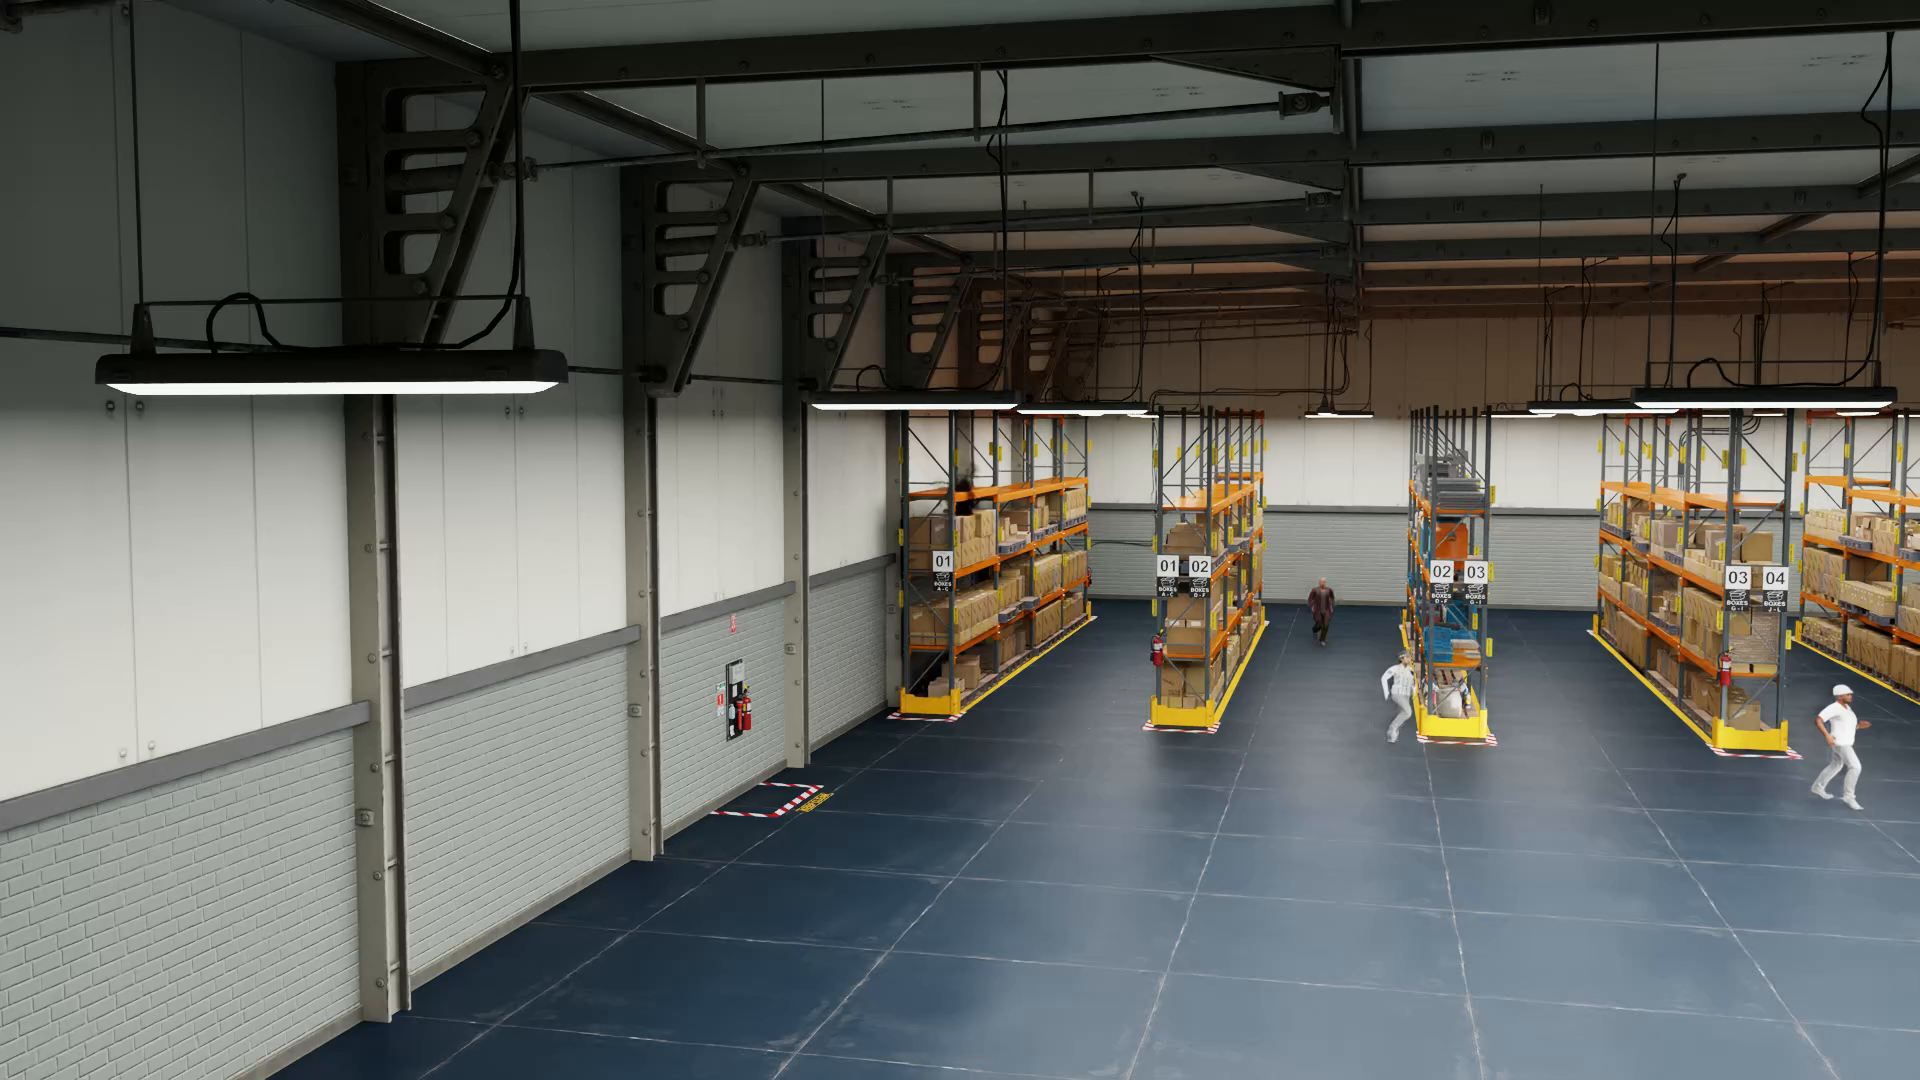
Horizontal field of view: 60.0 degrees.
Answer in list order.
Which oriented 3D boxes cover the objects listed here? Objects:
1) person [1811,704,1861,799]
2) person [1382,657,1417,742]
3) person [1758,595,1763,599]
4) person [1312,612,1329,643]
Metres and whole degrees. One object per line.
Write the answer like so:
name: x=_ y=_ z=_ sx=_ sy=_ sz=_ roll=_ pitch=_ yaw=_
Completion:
person: x=13.076 y=3.115 z=24.781 sx=0.687 sy=1.390 sz=0.645 roll=3 pitch=5 yaw=38
person: x=7.907 y=2.805 z=29.604 sx=0.606 sy=1.569 sz=0.577 roll=-2 pitch=5 yaw=-30
person: x=20.159 y=1.909 z=41.568 sx=0.616 sy=1.539 sz=0.562 roll=2 pitch=4 yaw=24
person: x=9.229 y=2.129 z=42.500 sx=0.378 sy=0.958 sz=0.631 roll=0 pitch=4 yaw=0
